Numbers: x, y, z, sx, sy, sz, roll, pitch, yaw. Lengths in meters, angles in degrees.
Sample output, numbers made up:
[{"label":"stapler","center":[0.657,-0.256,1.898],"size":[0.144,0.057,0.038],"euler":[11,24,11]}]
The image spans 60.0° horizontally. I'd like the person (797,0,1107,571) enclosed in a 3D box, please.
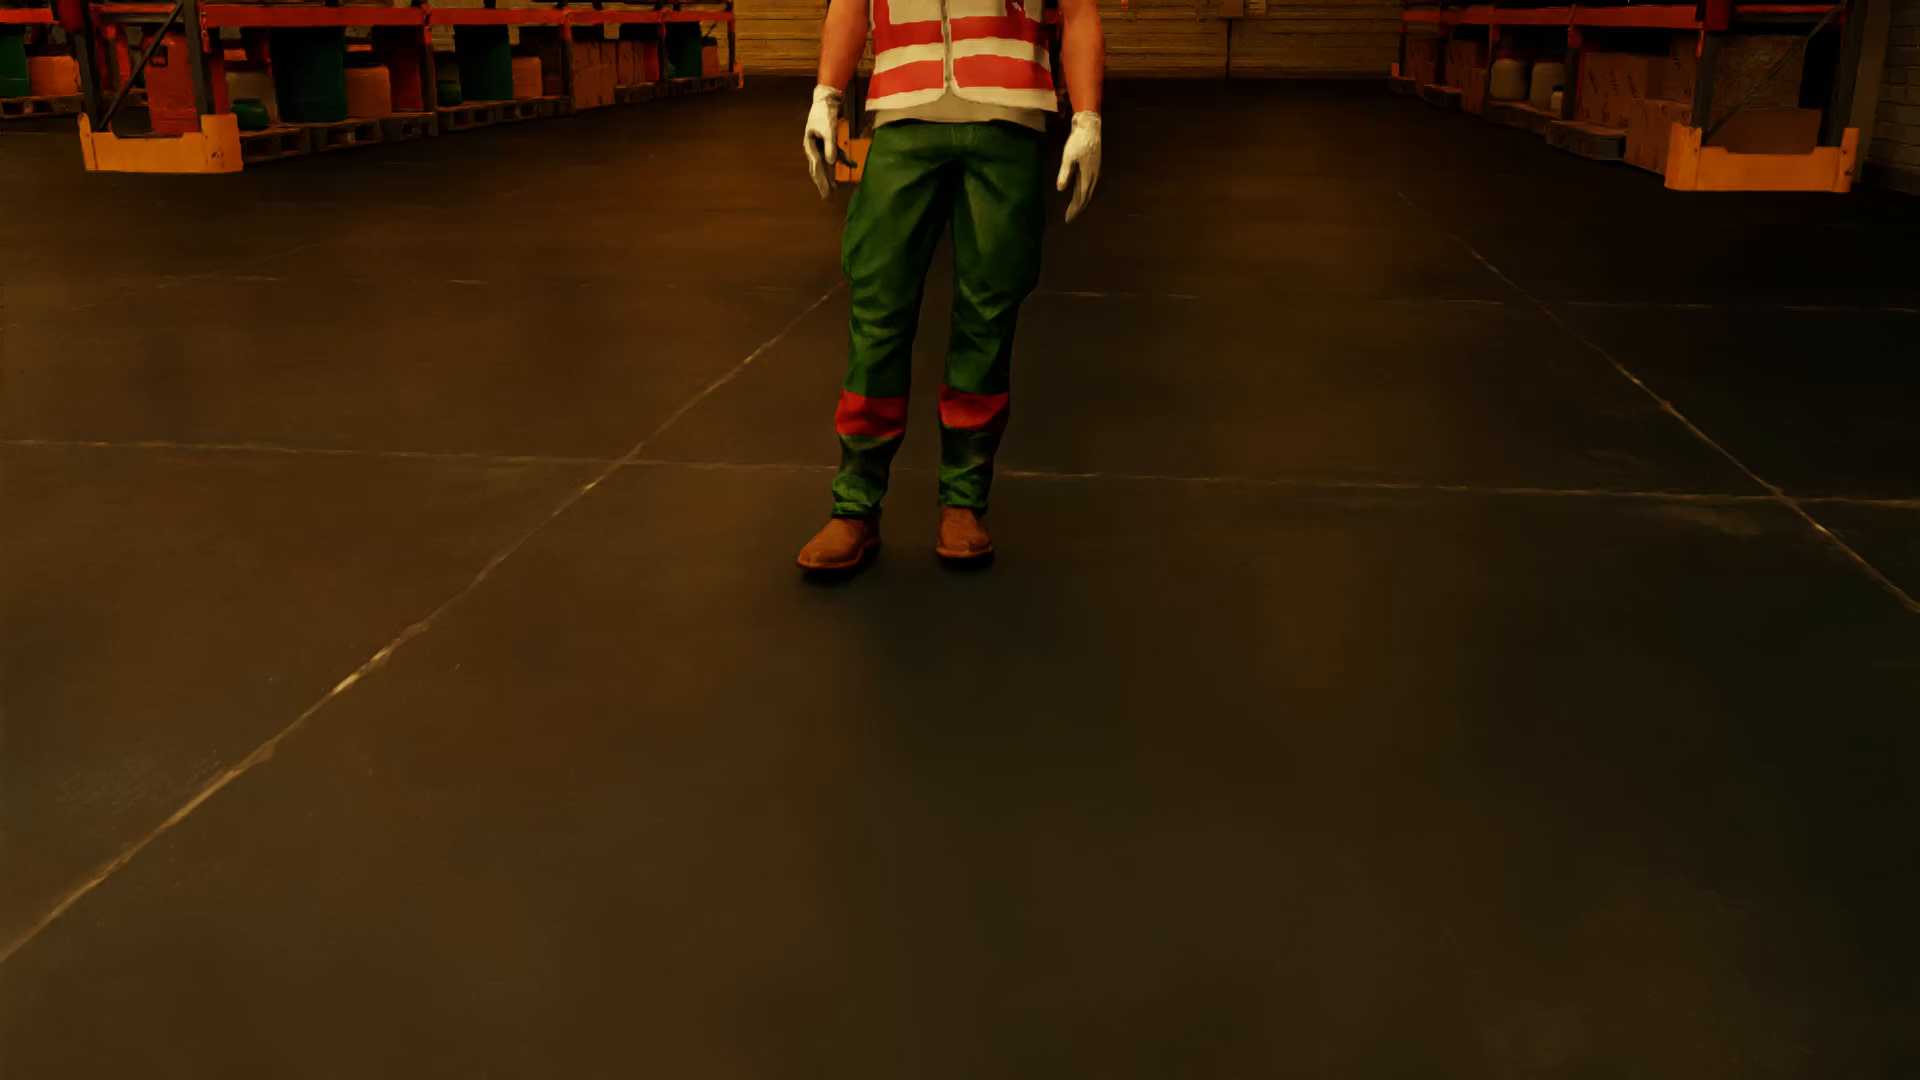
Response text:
[{"label":"person","center":[-0.021,-0.836,3.480],"size":[0.637,1.787,0.563],"euler":[2,18,7]}]
